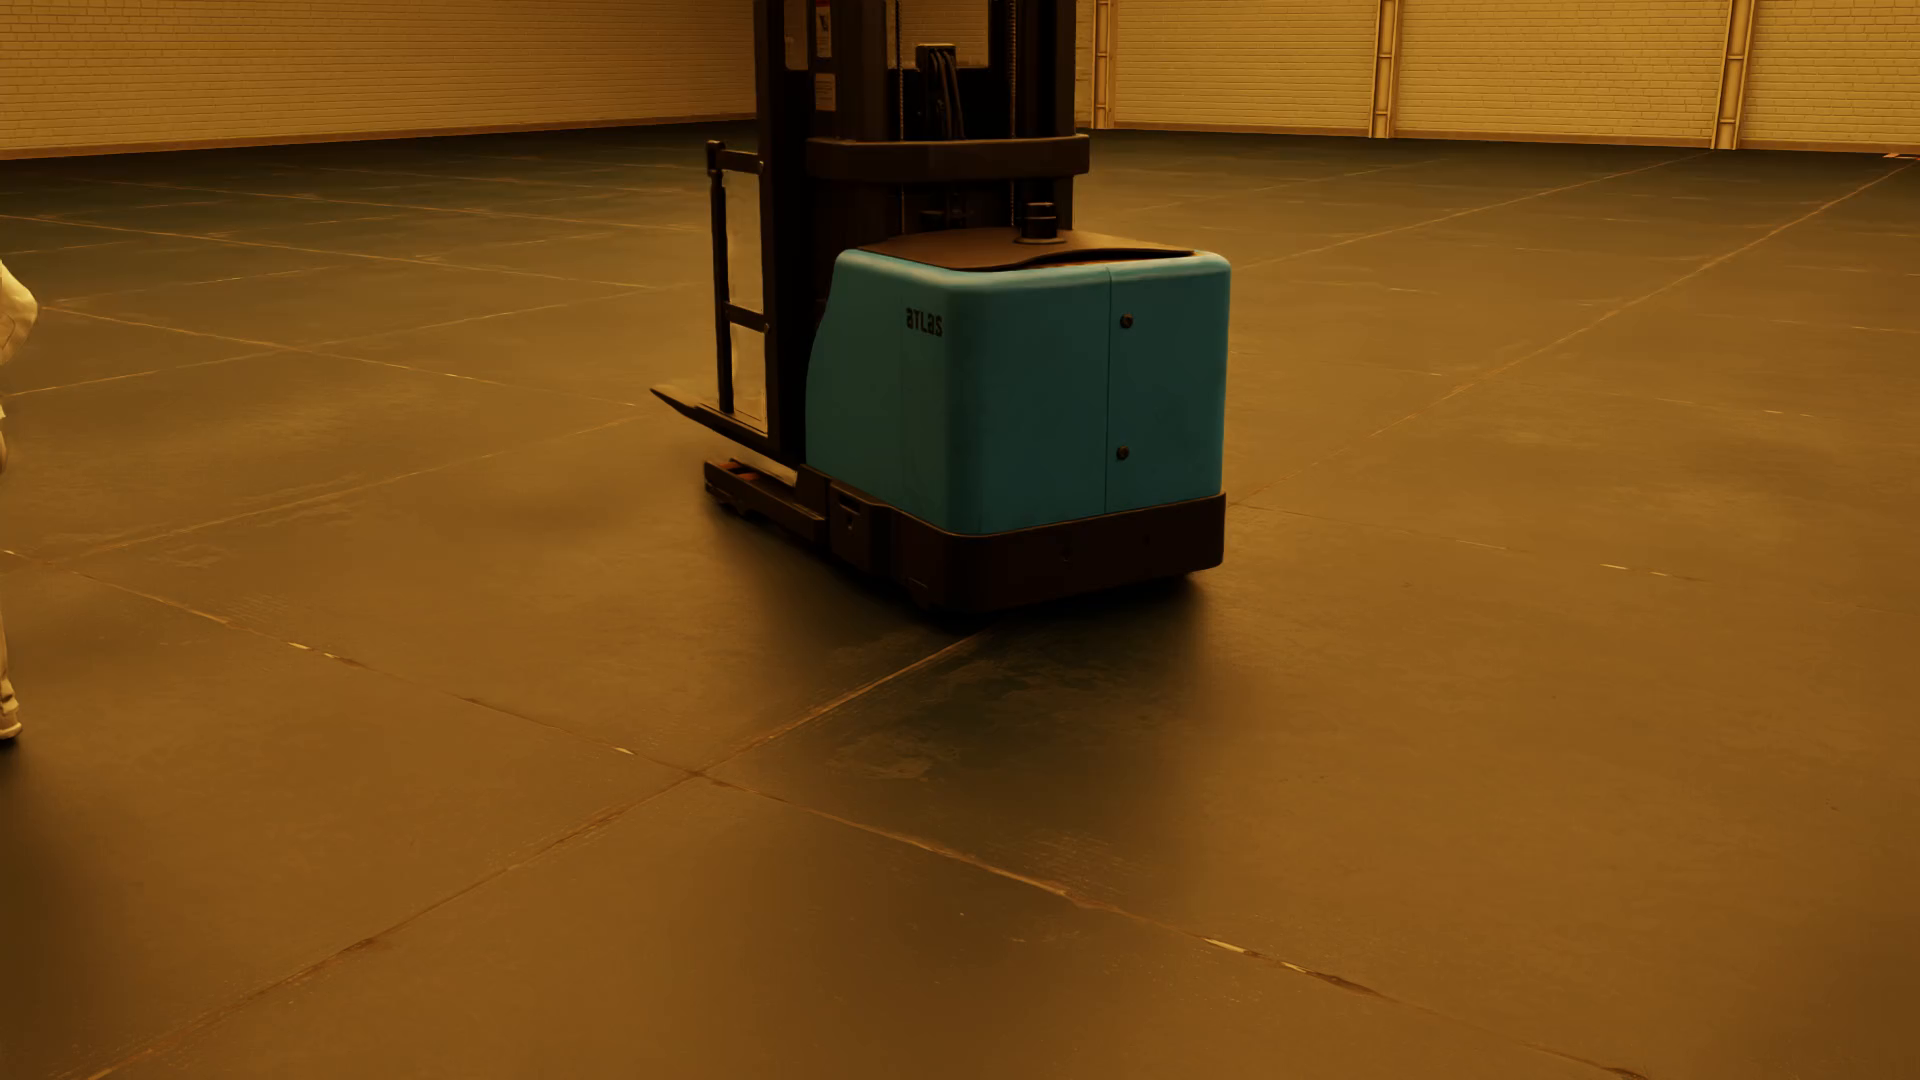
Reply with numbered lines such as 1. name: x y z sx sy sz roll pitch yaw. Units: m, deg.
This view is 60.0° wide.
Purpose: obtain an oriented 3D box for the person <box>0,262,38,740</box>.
1. person: -2.525 -0.221 3.886 0.481 1.632 0.712 13 21 37

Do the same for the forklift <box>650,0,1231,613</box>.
1. forklift: -0.326 -1.554 6.028 1.130 2.935 3.031 -10 19 -30
